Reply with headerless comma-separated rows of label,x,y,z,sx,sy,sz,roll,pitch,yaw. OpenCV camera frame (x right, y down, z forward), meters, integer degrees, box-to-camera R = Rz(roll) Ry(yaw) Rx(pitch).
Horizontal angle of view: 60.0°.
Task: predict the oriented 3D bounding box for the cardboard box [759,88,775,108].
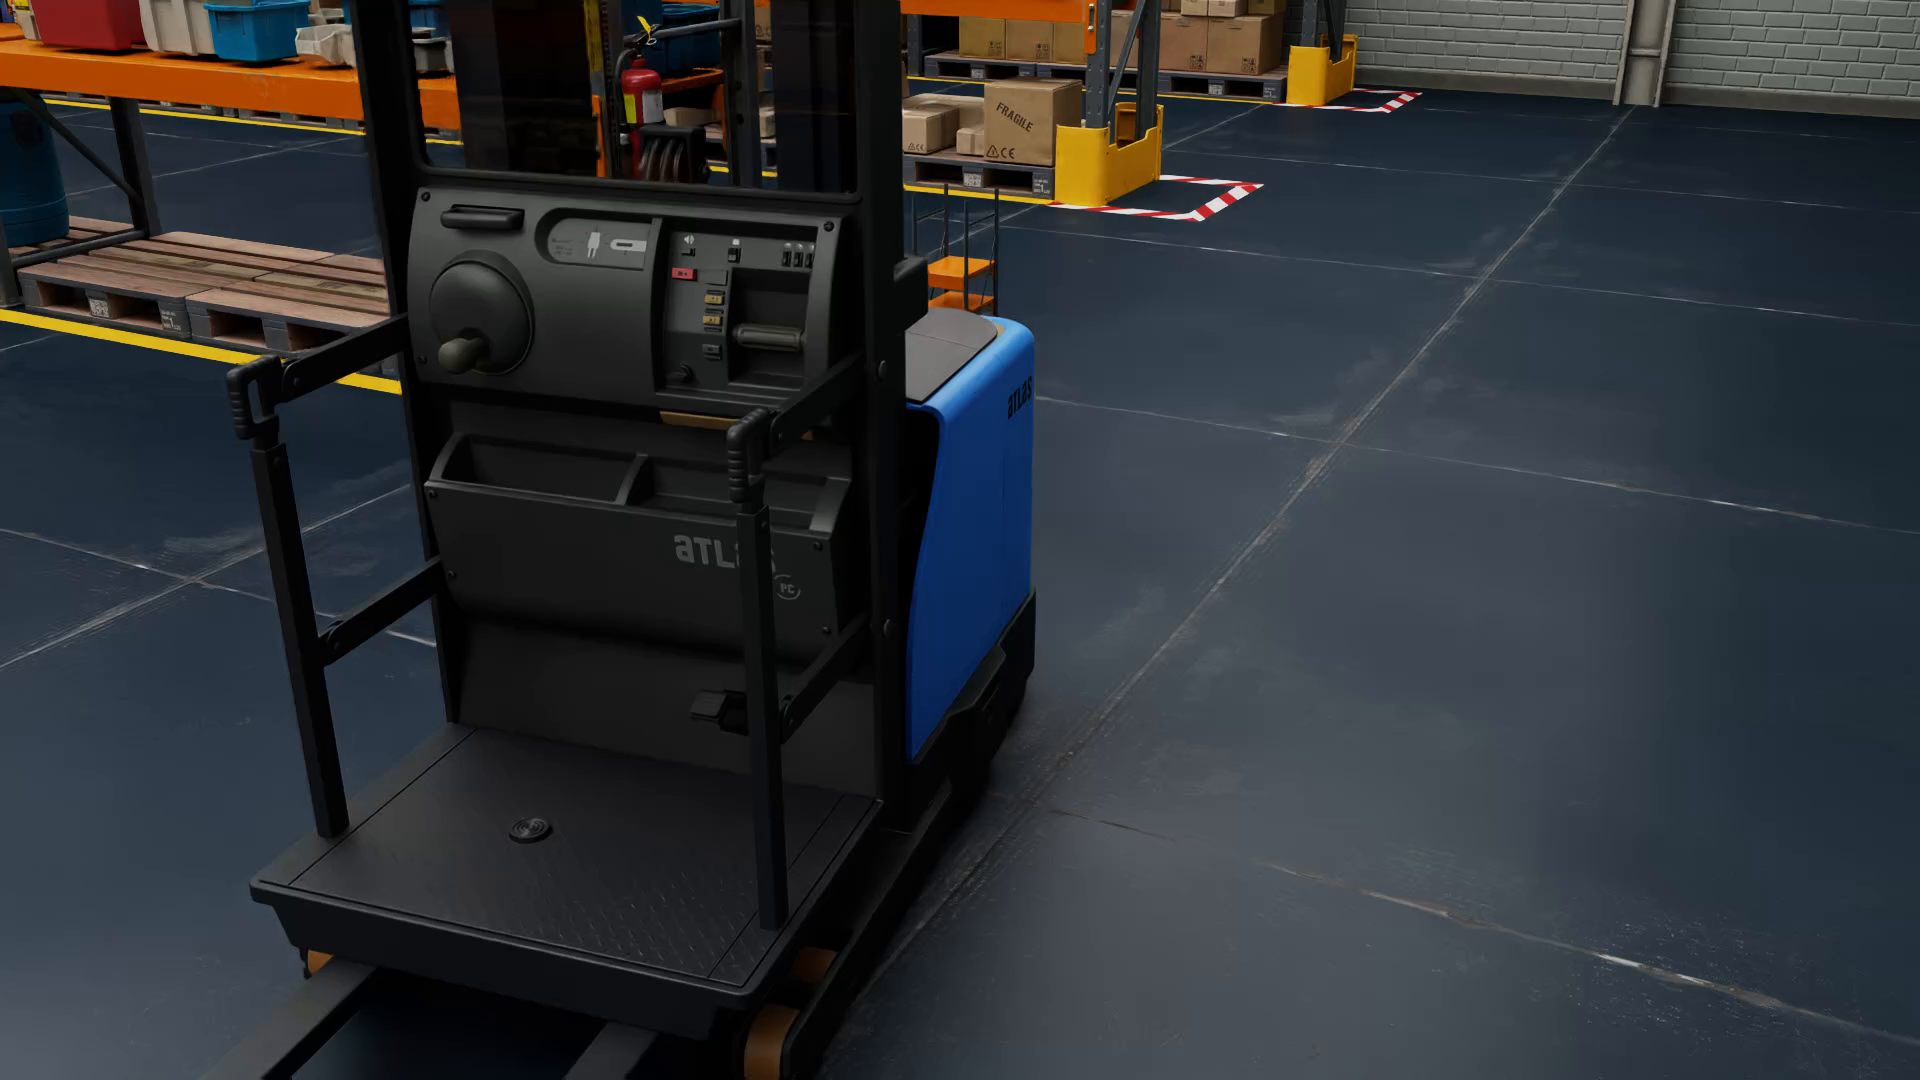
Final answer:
cardboard box,-1.174,-3.305,12.561,0.500,0.311,0.500,11,25,25

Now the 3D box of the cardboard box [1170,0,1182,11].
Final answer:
cardboard box,2.178,-5.109,15.760,0.250,0.149,0.380,11,26,25

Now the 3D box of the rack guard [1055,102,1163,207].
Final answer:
rack guard,1.022,-2.630,11.296,0.348,0.500,1.175,11,25,25

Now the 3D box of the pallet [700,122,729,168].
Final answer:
pallet,-1.868,-3.069,12.696,1.213,0.211,1.003,11,25,25

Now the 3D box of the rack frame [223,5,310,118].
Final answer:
rack frame,-6.050,-5.180,14.097,0.127,3.000,1.000,11,25,25

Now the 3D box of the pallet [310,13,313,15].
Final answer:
pallet,-8.003,-6.440,20.623,1.213,0.211,1.003,11,25,25

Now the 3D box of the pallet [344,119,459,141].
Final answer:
pallet,-4.316,-3.536,13.794,1.213,0.211,1.003,11,25,25

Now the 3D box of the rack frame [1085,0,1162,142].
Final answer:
rack frame,1.090,-3.767,10.776,0.127,3.000,1.000,11,25,25

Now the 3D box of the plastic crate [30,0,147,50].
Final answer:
plastic crate,-4.035,-2.556,7.769,0.583,0.464,0.402,11,25,25

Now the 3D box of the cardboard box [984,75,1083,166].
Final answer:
cardboard box,0.493,-2.829,11.202,0.500,0.500,0.500,11,25,25

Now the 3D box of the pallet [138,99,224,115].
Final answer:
pallet,-6.767,-4.056,15.017,1.213,0.211,1.003,11,25,25

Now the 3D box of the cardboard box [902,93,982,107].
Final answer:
cardboard box,-0.160,-3.076,12.101,0.500,0.250,0.500,11,25,25

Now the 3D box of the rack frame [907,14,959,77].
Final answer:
rack frame,-0.248,-6.204,16.506,0.127,3.000,1.000,11,25,25

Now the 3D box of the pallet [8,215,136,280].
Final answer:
pallet,-5.388,-1.612,9.270,1.213,0.211,1.003,11,25,25

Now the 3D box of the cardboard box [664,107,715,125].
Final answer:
cardboard box,-2.203,-3.289,12.525,0.500,0.311,0.500,11,25,25

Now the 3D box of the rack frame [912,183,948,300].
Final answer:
rack frame,-0.095,-0.571,5.559,0.006,1.200,0.240,11,25,25

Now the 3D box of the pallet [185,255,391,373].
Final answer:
pallet,-2.952,-1.130,8.137,1.213,0.211,1.003,11,25,25

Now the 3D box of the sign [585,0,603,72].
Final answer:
sign,-1.382,-1.918,6.219,0.005,0.325,0.100,11,25,25

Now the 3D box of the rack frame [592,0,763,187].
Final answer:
rack frame,-1.149,-2.038,6.709,0.127,3.000,1.000,11,25,25

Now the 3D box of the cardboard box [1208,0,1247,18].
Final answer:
cardboard box,2.455,-4.887,15.237,0.250,0.149,0.380,11,25,24

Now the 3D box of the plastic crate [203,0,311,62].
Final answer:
plastic crate,-3.097,-2.262,7.372,0.300,0.233,0.416,11,25,25

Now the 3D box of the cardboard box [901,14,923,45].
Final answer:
cardboard box,-0.887,-5.478,17.008,0.750,0.750,0.750,12,26,25

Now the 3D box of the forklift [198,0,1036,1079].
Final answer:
forklift,-0.737,-0.456,3.077,1.130,2.935,3.031,7,24,17

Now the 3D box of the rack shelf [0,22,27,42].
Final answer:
rack shelf,-6.503,-2.766,9.341,4.000,0.370,1.077,11,25,25

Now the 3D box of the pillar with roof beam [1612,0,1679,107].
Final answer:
pillar with roof beam,4.179,-6.581,9.725,0.400,9.000,9.100,11,25,25

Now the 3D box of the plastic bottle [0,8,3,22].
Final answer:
plastic bottle,-5.286,-2.967,9.051,0.135,0.276,0.152,11,25,25

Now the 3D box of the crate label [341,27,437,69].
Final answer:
crate label,-2.470,-2.122,7.167,0.243,0.136,0.396,11,25,25

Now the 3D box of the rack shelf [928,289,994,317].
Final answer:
rack shelf,-0.013,-0.735,5.445,0.180,0.103,0.258,11,25,25

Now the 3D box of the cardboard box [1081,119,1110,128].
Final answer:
cardboard box,0.871,-2.852,11.703,0.250,0.149,0.380,11,25,25

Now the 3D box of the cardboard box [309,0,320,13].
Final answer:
cardboard box,-7.879,-6.600,20.494,0.250,0.166,0.380,8,24,18

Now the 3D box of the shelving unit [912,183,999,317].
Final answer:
shelving unit,-0.013,-0.555,5.521,0.189,1.200,0.258,11,25,25

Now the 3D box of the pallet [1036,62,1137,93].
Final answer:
pallet,1.488,-4.544,16.166,1.213,0.211,1.003,11,25,25

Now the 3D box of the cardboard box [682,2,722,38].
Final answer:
cardboard box,-2.442,-5.782,17.723,0.750,0.750,0.750,11,25,24

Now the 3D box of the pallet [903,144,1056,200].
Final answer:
pallet,0.310,-2.638,11.683,1.213,0.211,1.003,11,25,25

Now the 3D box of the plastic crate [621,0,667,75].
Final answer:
plastic crate,-1.532,-2.076,6.676,0.499,0.435,0.616,11,25,25

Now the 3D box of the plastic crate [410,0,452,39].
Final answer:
plastic crate,-2.395,-2.380,7.650,0.300,0.233,0.416,11,25,25

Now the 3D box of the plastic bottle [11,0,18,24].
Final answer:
plastic bottle,-5.083,-2.904,9.000,0.097,0.201,0.097,0,23,0

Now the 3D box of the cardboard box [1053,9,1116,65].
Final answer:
cardboard box,1.277,-4.898,16.092,0.500,0.500,0.700,12,26,26

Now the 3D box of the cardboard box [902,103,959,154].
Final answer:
cardboard box,-0.341,-2.893,11.670,0.500,0.250,0.500,11,25,25

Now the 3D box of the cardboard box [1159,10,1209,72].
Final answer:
cardboard box,2.205,-4.718,15.668,0.500,0.500,0.700,11,25,24

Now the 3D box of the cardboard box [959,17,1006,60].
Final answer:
cardboard box,0.373,-5.079,16.518,0.500,0.500,0.700,12,26,25

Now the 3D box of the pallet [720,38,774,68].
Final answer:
pallet,-2.064,-5.246,17.816,1.213,0.211,1.003,11,25,25

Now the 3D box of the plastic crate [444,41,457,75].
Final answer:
plastic crate,-1.958,-2.025,6.939,0.243,0.136,0.396,11,25,25

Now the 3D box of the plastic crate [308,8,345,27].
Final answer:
plastic crate,-3.029,-2.448,7.934,0.466,0.136,0.293,11,25,25
